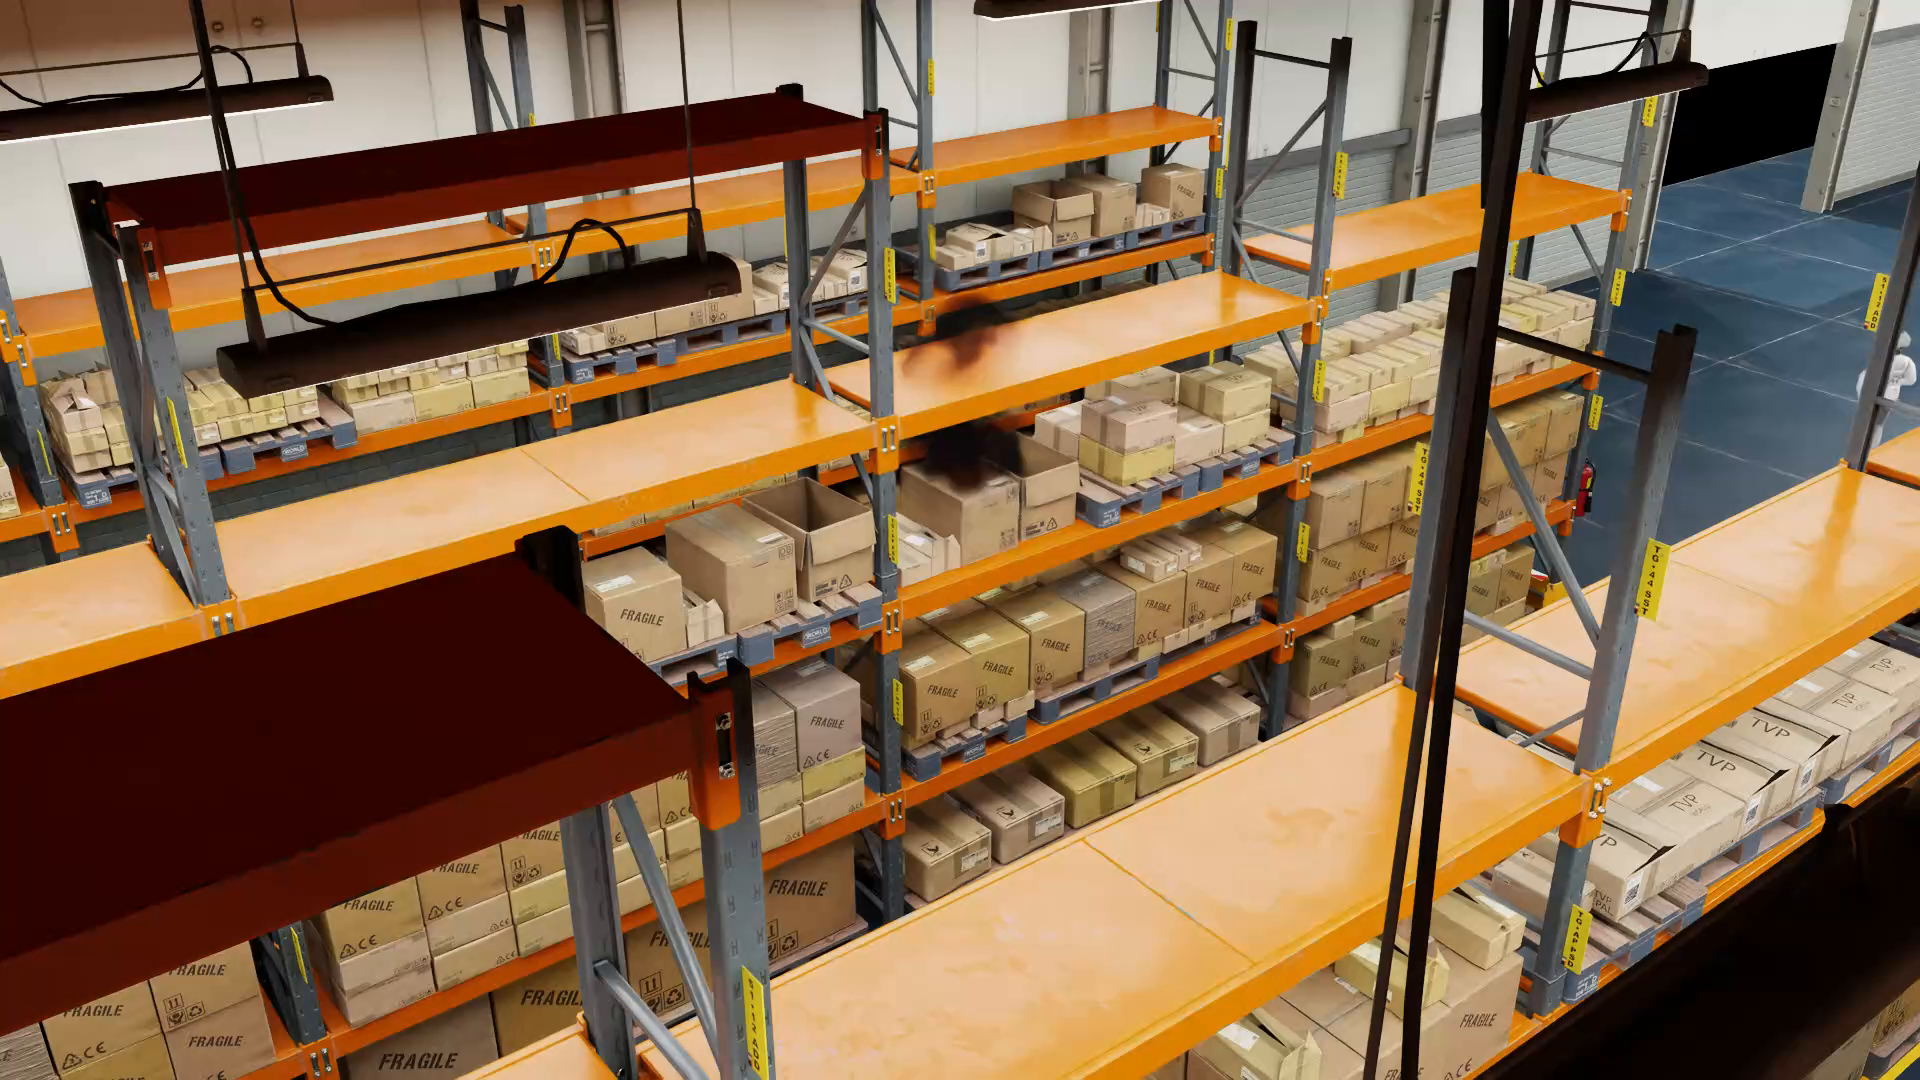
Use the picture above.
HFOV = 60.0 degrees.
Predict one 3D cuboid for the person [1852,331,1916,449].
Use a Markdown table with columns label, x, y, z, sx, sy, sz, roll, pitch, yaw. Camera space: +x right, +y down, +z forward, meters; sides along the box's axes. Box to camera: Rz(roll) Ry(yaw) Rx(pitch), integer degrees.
| label | x | y | z | sx | sy | sz | roll | pitch | yaw |
| --- | --- | --- | --- | --- | --- | --- | --- | --- | --- |
| person | 10.876 | -1.699 | 19.688 | 0.668 | 1.668 | 0.526 | 5 | 27 | 10 |
